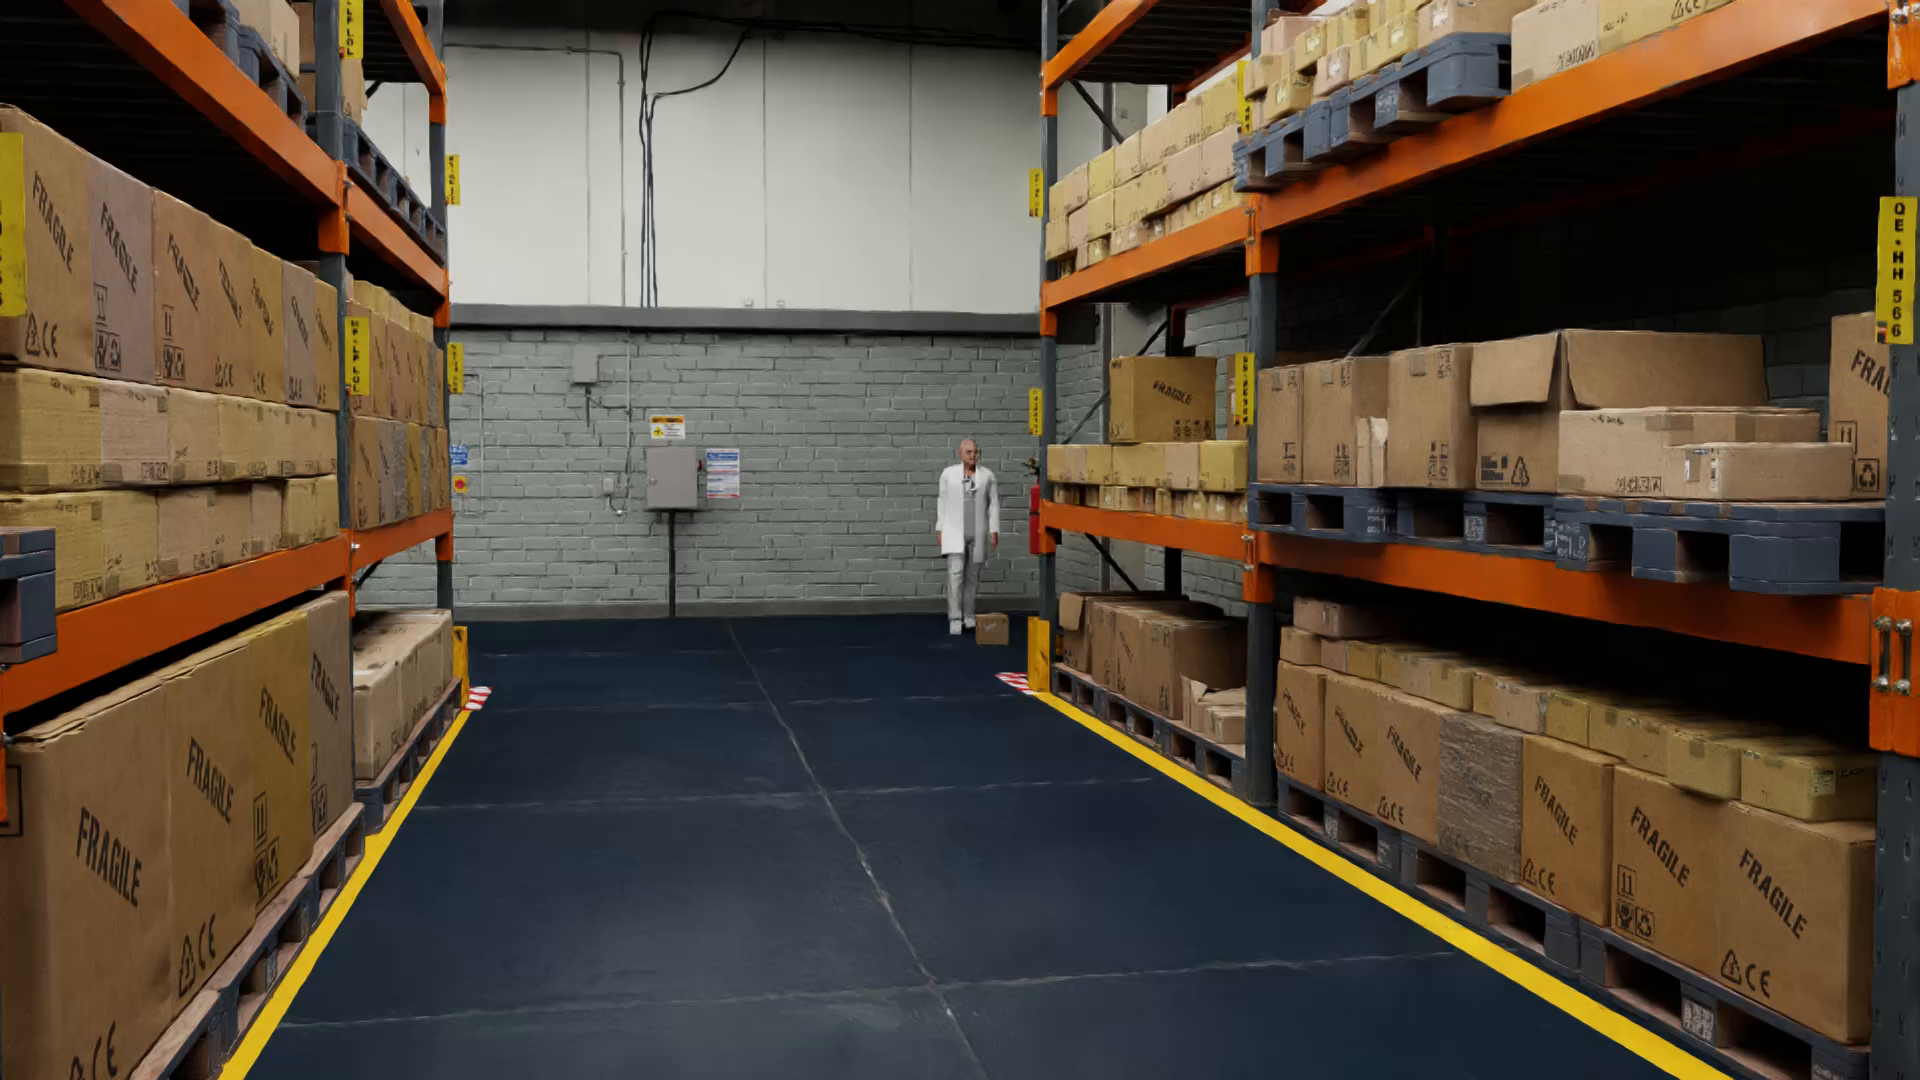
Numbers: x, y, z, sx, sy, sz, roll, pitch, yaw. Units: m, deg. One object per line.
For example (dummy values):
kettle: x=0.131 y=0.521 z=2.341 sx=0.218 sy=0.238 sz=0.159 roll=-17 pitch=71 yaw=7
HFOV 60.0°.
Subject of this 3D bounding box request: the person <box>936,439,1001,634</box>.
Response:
person: x=0.098 y=-0.050 z=15.382 sx=0.577 sy=1.773 sz=0.760 roll=-1 pitch=3 yaw=-14
